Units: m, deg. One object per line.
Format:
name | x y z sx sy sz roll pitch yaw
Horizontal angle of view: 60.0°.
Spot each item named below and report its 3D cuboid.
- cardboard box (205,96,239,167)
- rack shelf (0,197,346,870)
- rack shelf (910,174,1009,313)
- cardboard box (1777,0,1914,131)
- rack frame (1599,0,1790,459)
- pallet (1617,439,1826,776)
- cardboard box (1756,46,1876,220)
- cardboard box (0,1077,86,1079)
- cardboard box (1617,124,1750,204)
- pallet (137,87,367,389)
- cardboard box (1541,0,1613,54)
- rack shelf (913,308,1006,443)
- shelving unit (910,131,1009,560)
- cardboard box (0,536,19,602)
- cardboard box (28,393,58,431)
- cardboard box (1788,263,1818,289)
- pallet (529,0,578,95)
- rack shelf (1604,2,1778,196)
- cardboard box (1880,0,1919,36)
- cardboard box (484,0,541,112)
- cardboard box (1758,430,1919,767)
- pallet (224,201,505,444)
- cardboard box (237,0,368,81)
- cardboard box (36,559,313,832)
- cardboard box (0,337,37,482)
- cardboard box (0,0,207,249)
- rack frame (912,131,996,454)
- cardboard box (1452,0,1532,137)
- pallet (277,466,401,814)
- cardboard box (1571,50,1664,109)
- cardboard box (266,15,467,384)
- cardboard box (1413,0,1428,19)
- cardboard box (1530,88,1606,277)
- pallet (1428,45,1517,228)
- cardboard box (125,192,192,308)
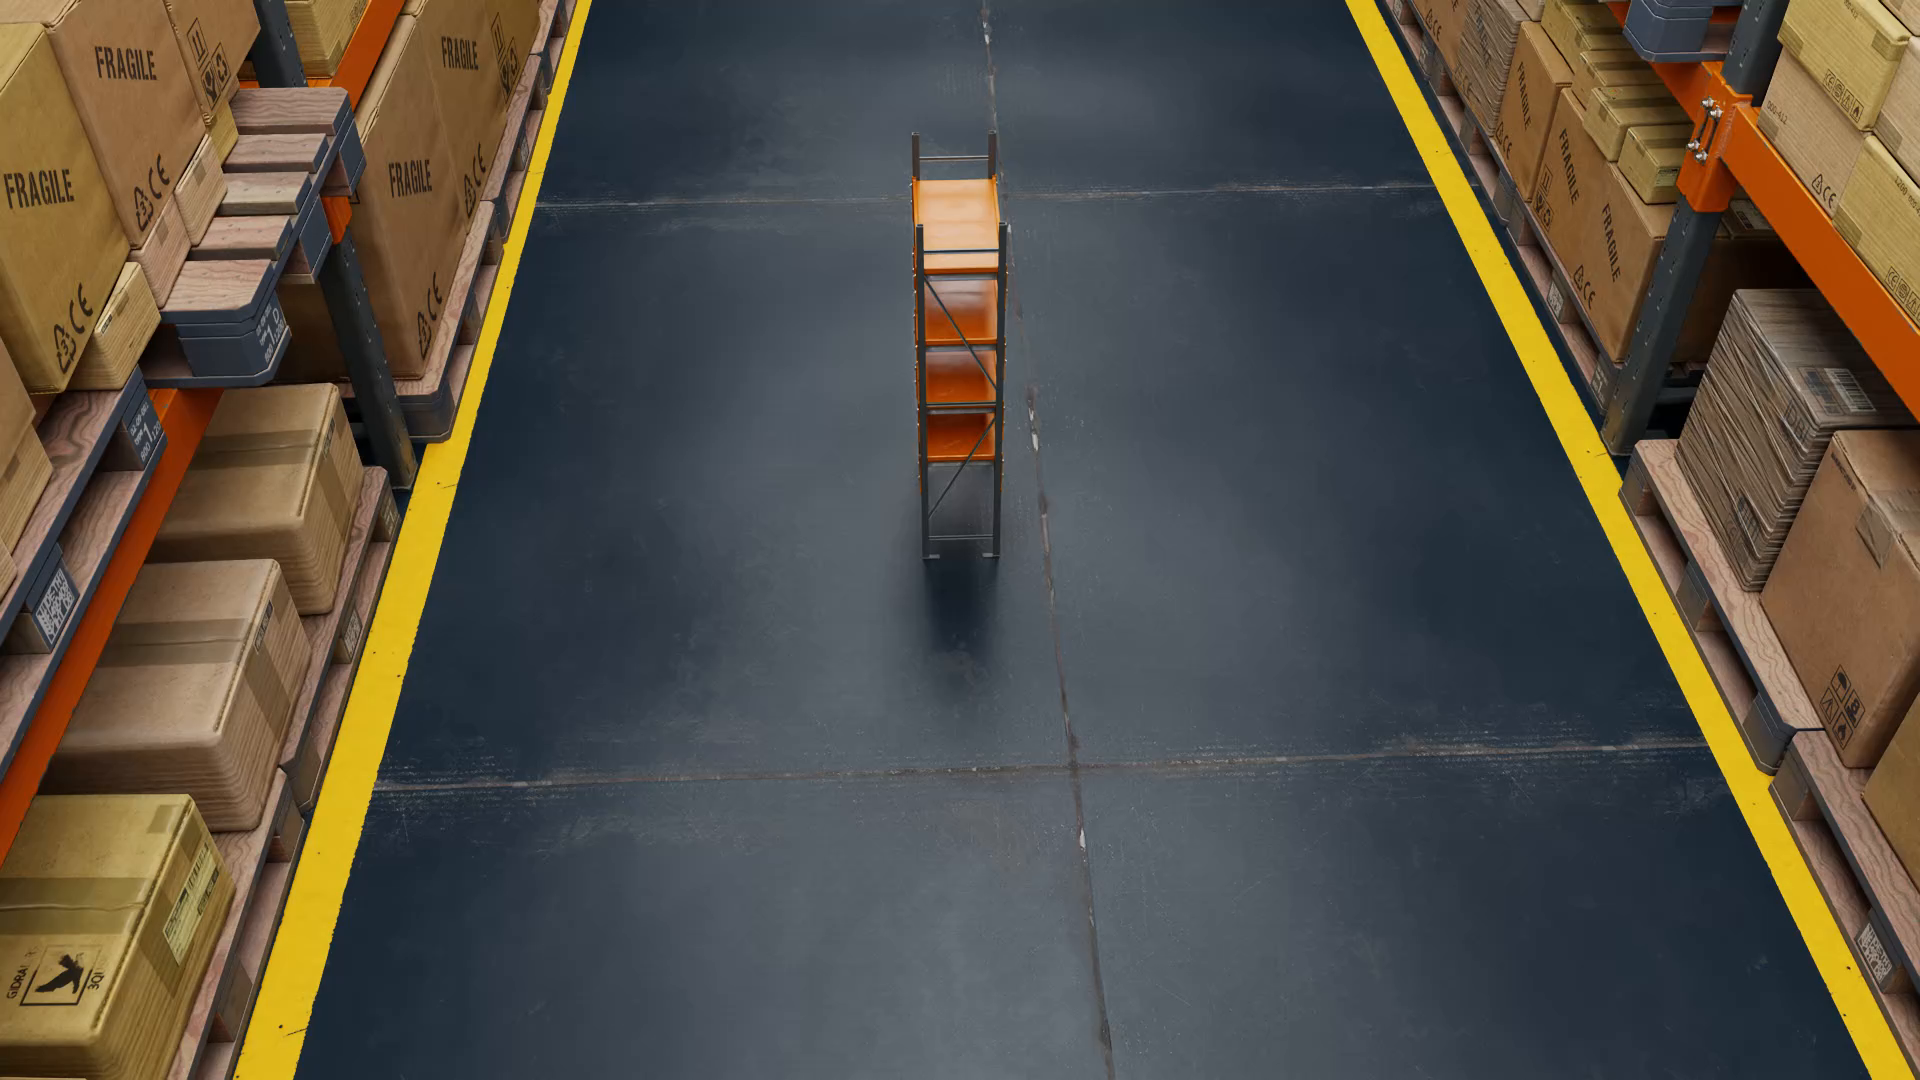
cardboard box | -1.958 -0.958 3.951 0.380 0.149 0.250 -1 43 -1
rack shelf | -2.206 0.326 3.207 1.077 0.370 4.000 -2 43 -2
rack shelf | -0.007 -0.844 4.701 0.258 0.148 0.480 -2 43 -2
cardboard box | 2.418 -1.256 4.142 0.500 0.250 0.500 -2 43 -2
rack frame | 2.668 -1.434 4.595 1.000 3.000 0.127 -2 43 -2
pallet | 2.664 0.150 4.930 1.003 0.211 1.213 -2 43 -2
cardboard box | 2.443 -1.073 4.311 0.500 0.250 0.500 -1 43 -2
cardboard box | -2.180 1.385 3.153 0.950 0.372 0.625 1 43 1
cardboard box | 2.394 -1.233 5.434 0.380 0.149 0.250 -4 43 -4
pallet | -2.154 -0.741 3.980 1.213 0.211 1.003 -2 43 -2
cardboard box | 2.408 -1.943 6.209 0.380 0.149 0.250 -2 43 -2
rack shelf | -0.007 -0.504 5.012 0.258 0.148 0.480 -2 43 -2
shelving unit | -0.007 -0.554 4.967 0.258 1.200 0.503 -2 43 -2
cardboard box | -1.856 0.086 2.812 0.380 0.149 0.250 0 43 0
cardboard box | -1.990 -0.261 3.190 0.380 0.149 0.250 -1 43 -1
cardboard box | 2.930 -0.960 5.617 0.500 0.500 0.500 0 43 0
pallet | -2.353 -2.443 7.759 1.003 0.211 1.213 -2 43 -2
rack shelf | 2.583 -2.519 6.311 1.077 0.370 4.000 -2 43 -2
cardboard box | 2.400 -1.307 3.902 0.380 0.149 0.250 -1 43 -1
cardboard box | -2.308 -2.336 6.840 0.875 0.875 0.875 -1 43 -1
cardboard box | 2.717 0.148 4.315 0.875 0.625 0.625 0 43 0
pallet | -2.249 -0.796 5.962 1.003 0.211 1.213 -2 43 -2
cardboard box | -2.060 -1.572 4.856 0.500 0.250 0.500 -2 43 -3
cardboard box | -2.237 0.404 4.223 0.950 0.372 0.625 -2 43 -3
cardboard box | -1.916 -0.234 2.680 0.500 0.500 0.500 -3 43 -4
cardboard box | -1.961 -0.943 3.454 0.500 0.500 0.500 -2 43 -2
rack frame | -0.017 -0.719 5.146 0.240 1.200 0.015 -2 43 -2
cardboard box | 2.359 -1.989 6.739 0.500 0.500 0.500 -3 43 -3
pallet | -2.259 0.266 4.804 1.003 0.211 1.213 -2 43 -2
cardboard box | 2.385 -1.595 5.830 0.380 0.149 0.250 -3 43 -3
cardboard box | -2.237 -1.130 5.524 0.875 0.875 0.875 -2 43 -2
cardboard box | 2.327 -2.676 7.489 0.500 0.500 0.500 -2 43 -2
cardboard box | 2.425 -1.285 5.971 0.500 0.500 0.500 -2 43 -2
pallet | 2.625 -1.733 6.985 1.003 0.211 1.213 -2 43 -2
cardboard box | -1.900 -0.619 3.581 0.380 0.149 0.250 -4 43 -4
